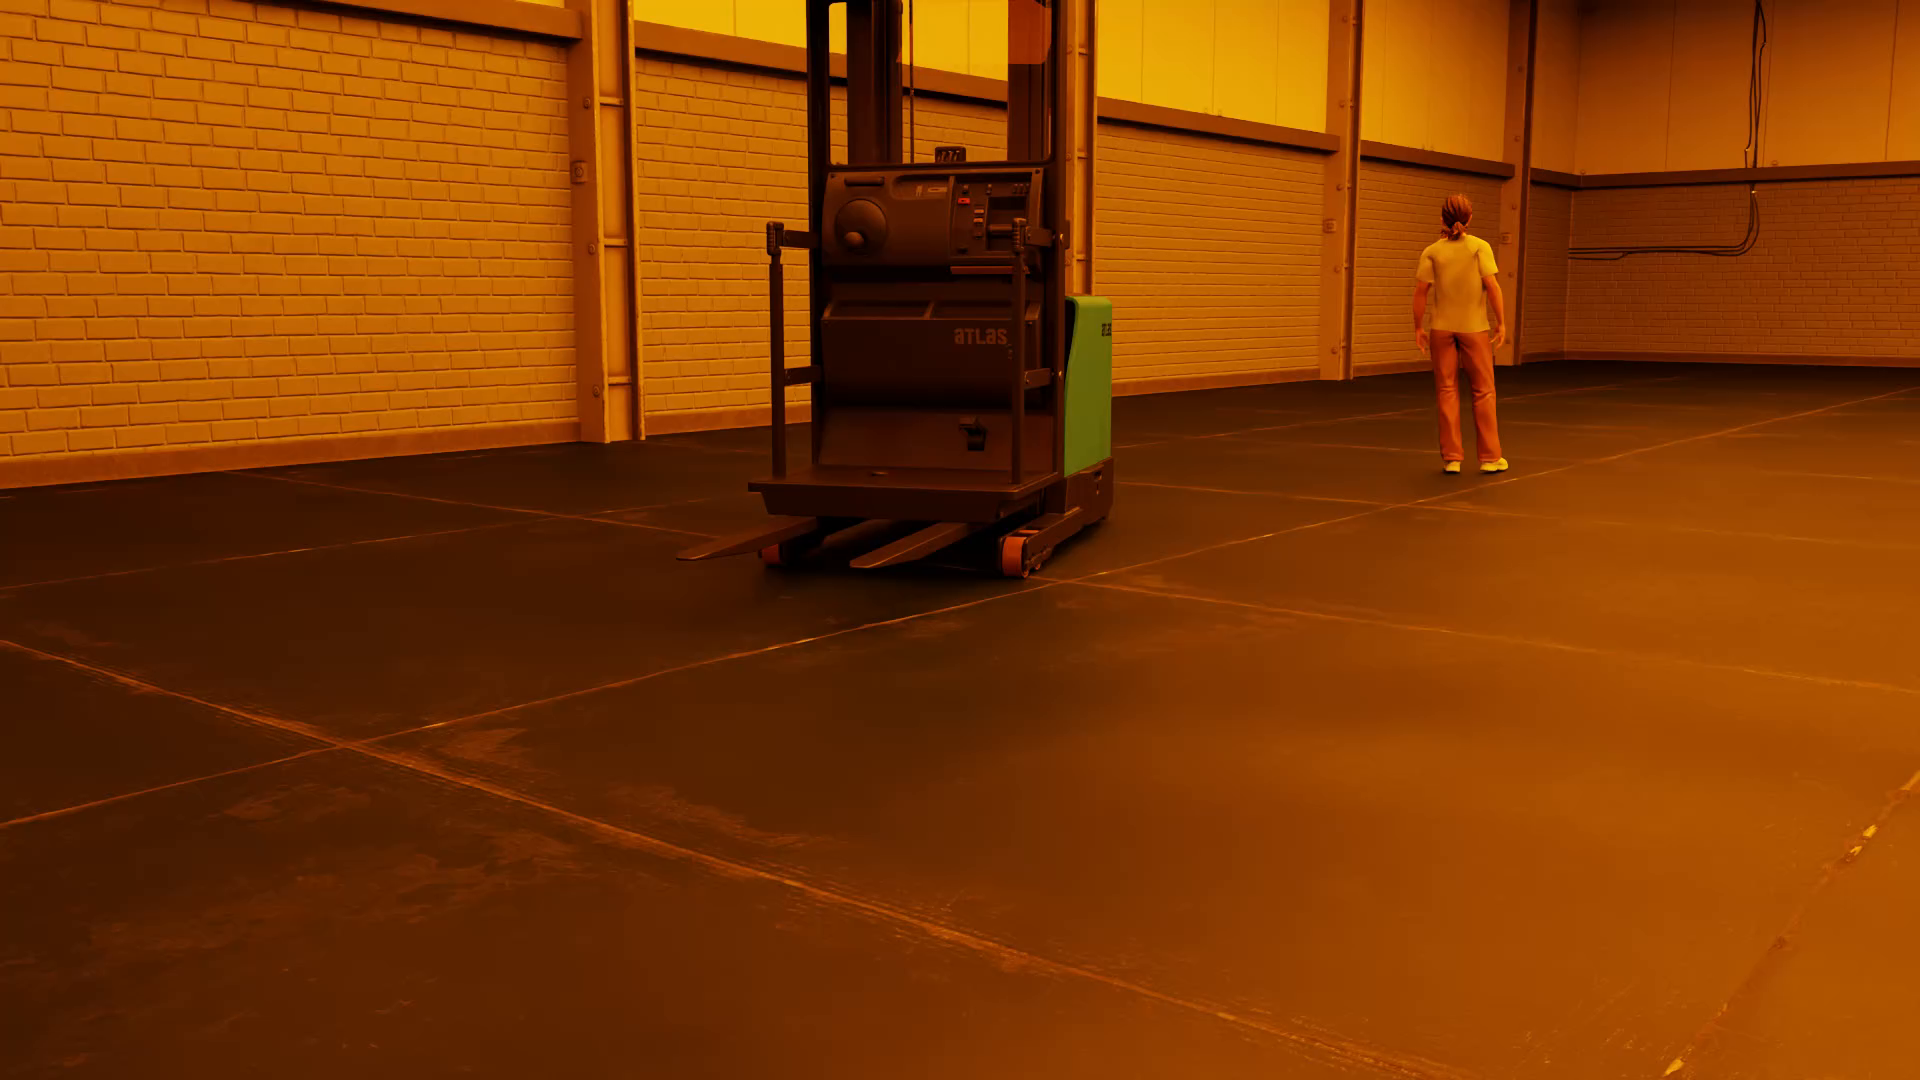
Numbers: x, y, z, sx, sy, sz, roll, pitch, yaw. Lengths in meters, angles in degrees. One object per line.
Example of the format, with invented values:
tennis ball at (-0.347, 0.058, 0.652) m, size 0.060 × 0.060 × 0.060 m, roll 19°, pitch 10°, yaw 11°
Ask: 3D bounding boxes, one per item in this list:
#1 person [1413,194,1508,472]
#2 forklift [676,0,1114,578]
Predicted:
person at (3.062, -1.255, 10.144) m, size 0.554 × 1.673 × 0.548 m, roll 4°, pitch 9°, yaw 26°
forklift at (-0.176, -1.366, 6.616) m, size 1.130 × 2.935 × 3.031 m, roll 3°, pitch 9°, yaw 17°
